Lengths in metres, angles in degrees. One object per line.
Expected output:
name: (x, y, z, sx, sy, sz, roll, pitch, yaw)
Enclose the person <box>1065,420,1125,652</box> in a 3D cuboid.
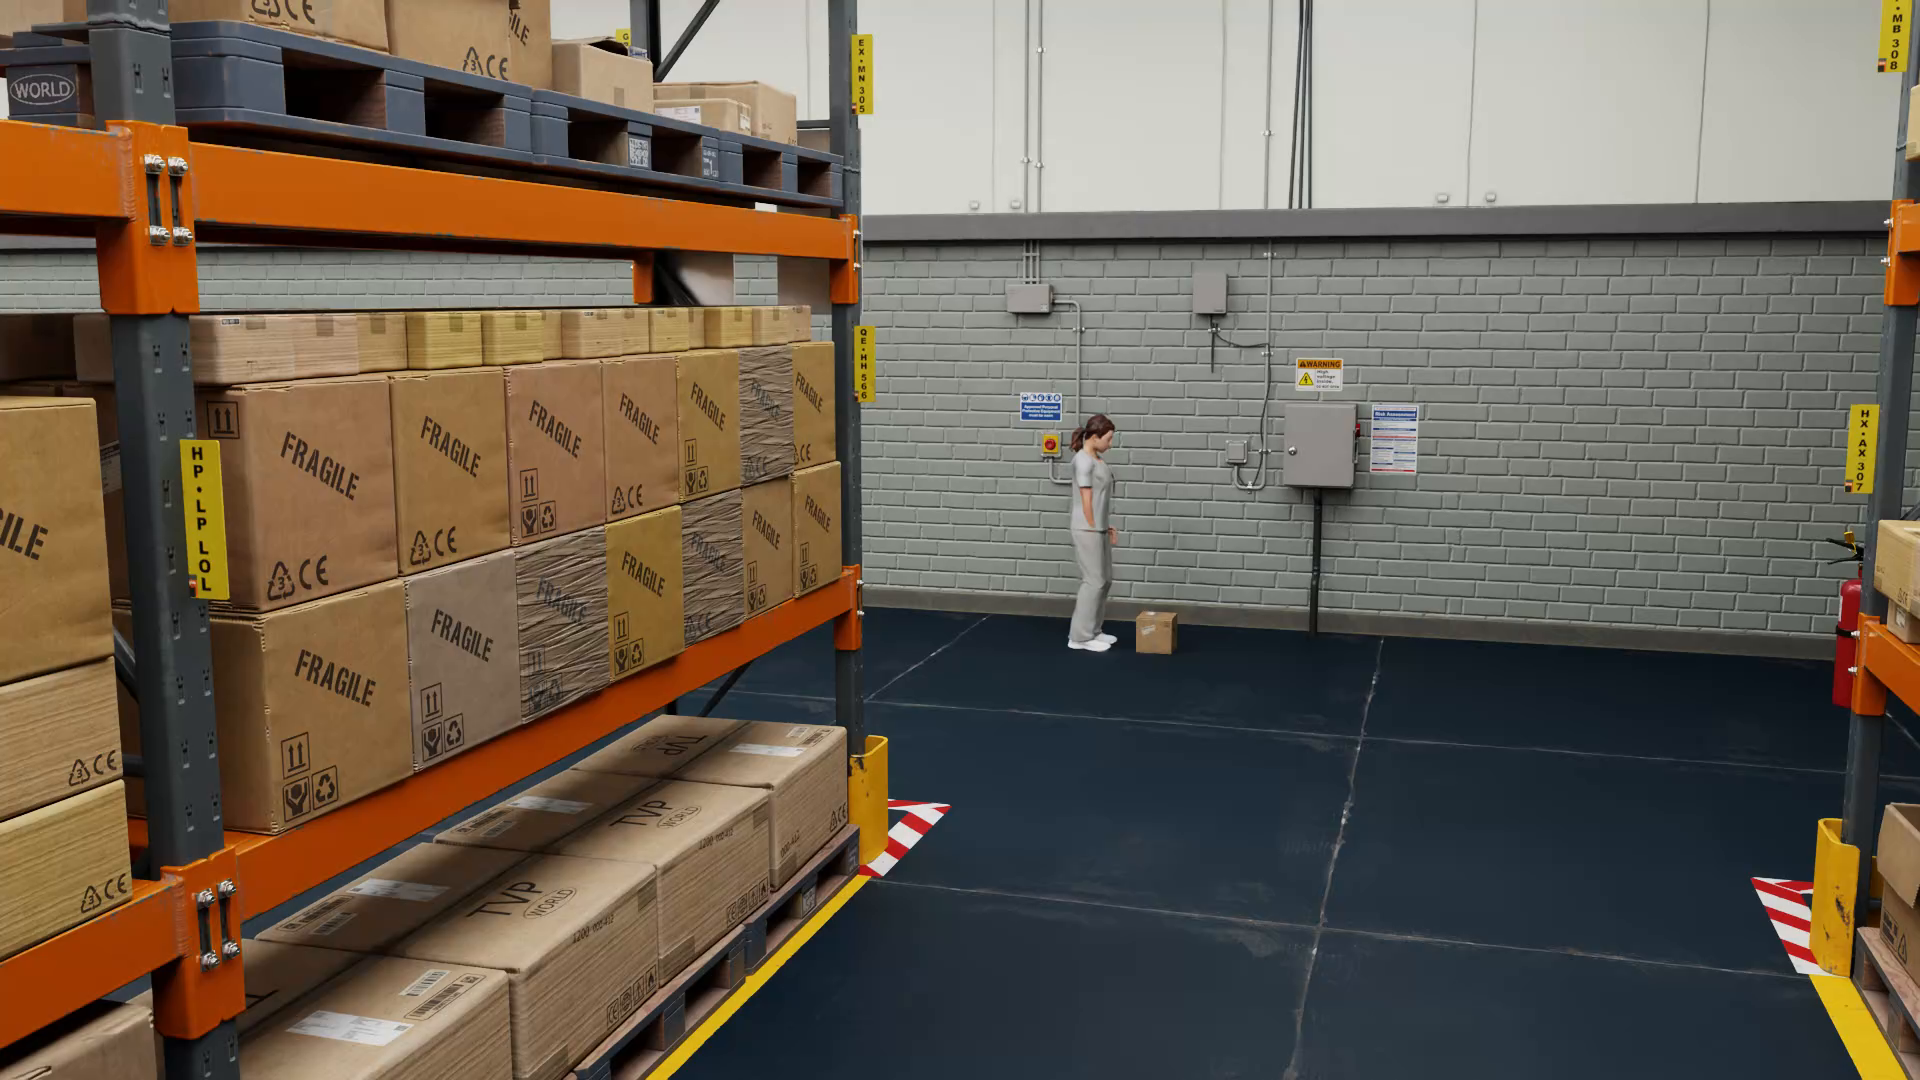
person: (0.960, -0.042, 11.823, 0.388, 1.627, 0.461, 3, 9, 18)
